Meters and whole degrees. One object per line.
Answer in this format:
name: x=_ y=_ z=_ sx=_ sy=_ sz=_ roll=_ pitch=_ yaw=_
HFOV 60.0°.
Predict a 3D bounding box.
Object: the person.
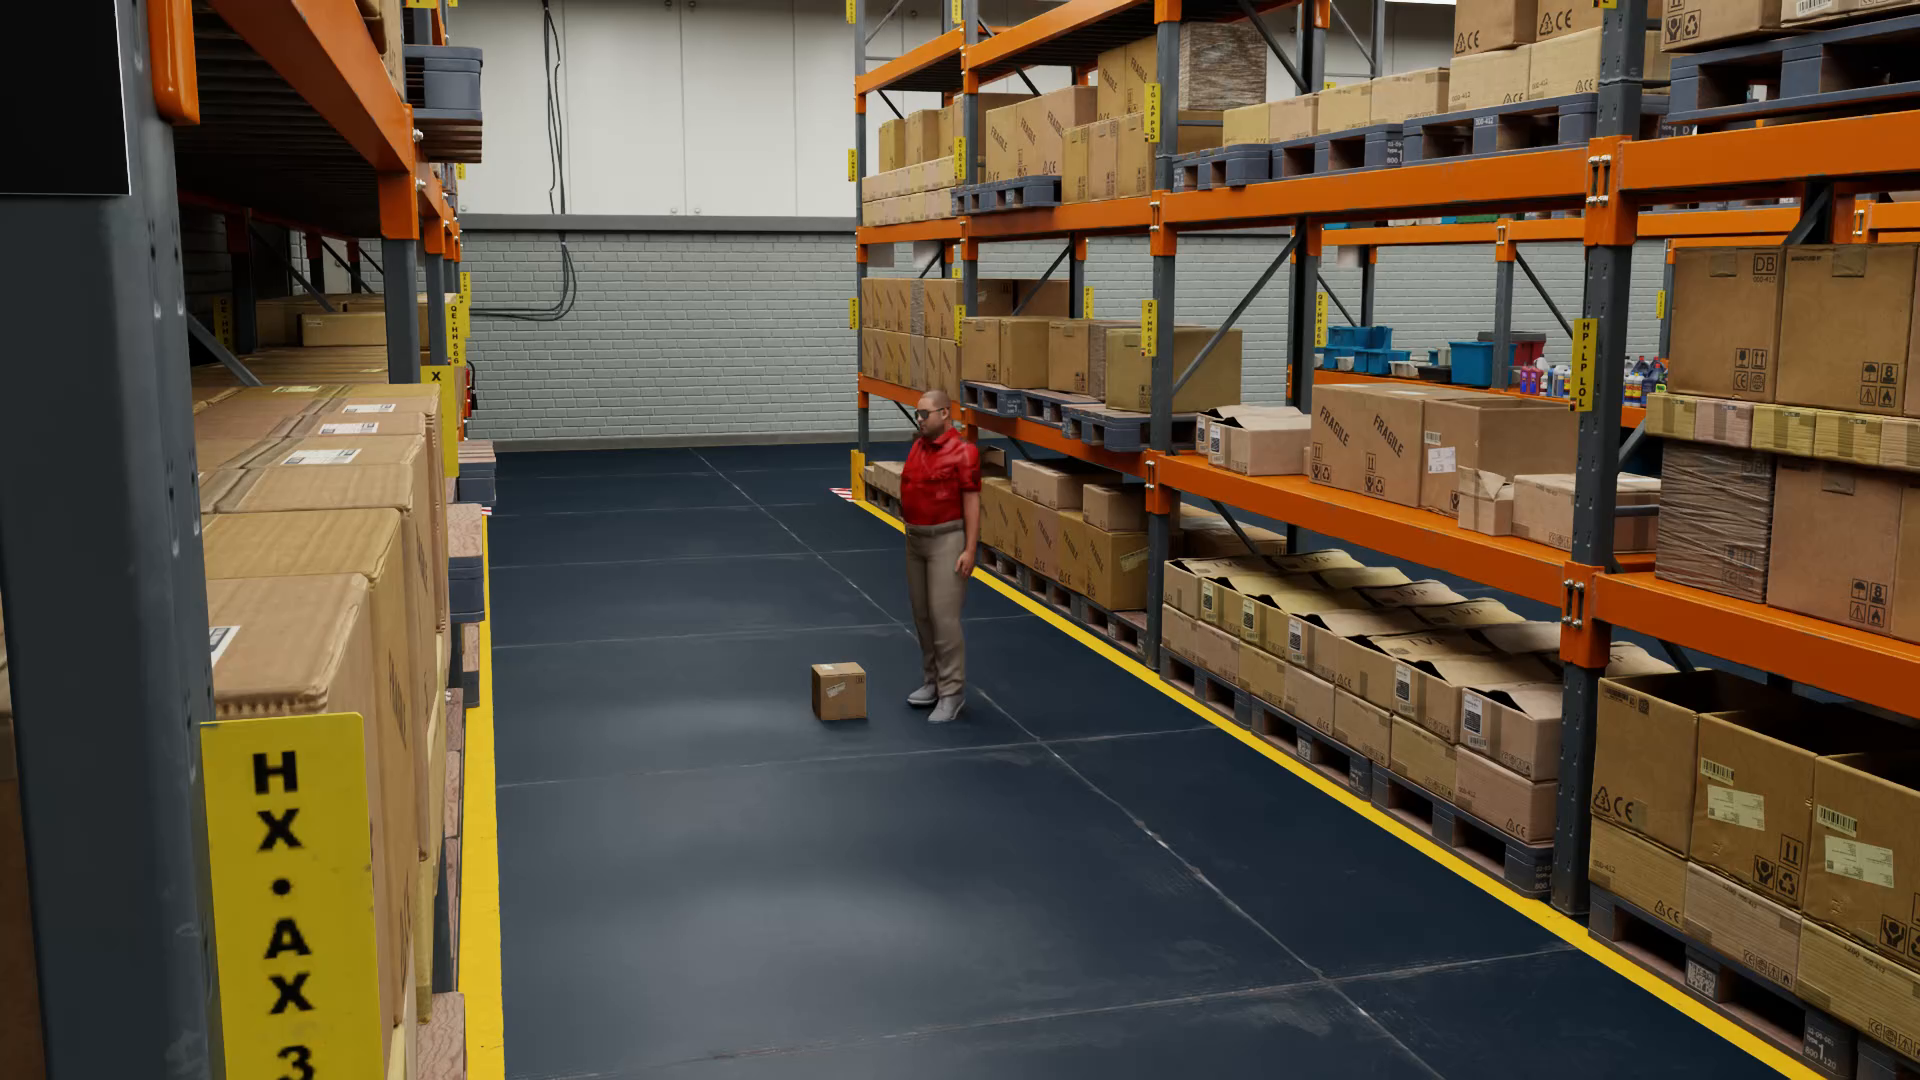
person: x=-0.156 y=0.078 z=9.024 sx=0.466 sy=1.772 sz=0.586 roll=-8 pitch=12 yaw=-42
